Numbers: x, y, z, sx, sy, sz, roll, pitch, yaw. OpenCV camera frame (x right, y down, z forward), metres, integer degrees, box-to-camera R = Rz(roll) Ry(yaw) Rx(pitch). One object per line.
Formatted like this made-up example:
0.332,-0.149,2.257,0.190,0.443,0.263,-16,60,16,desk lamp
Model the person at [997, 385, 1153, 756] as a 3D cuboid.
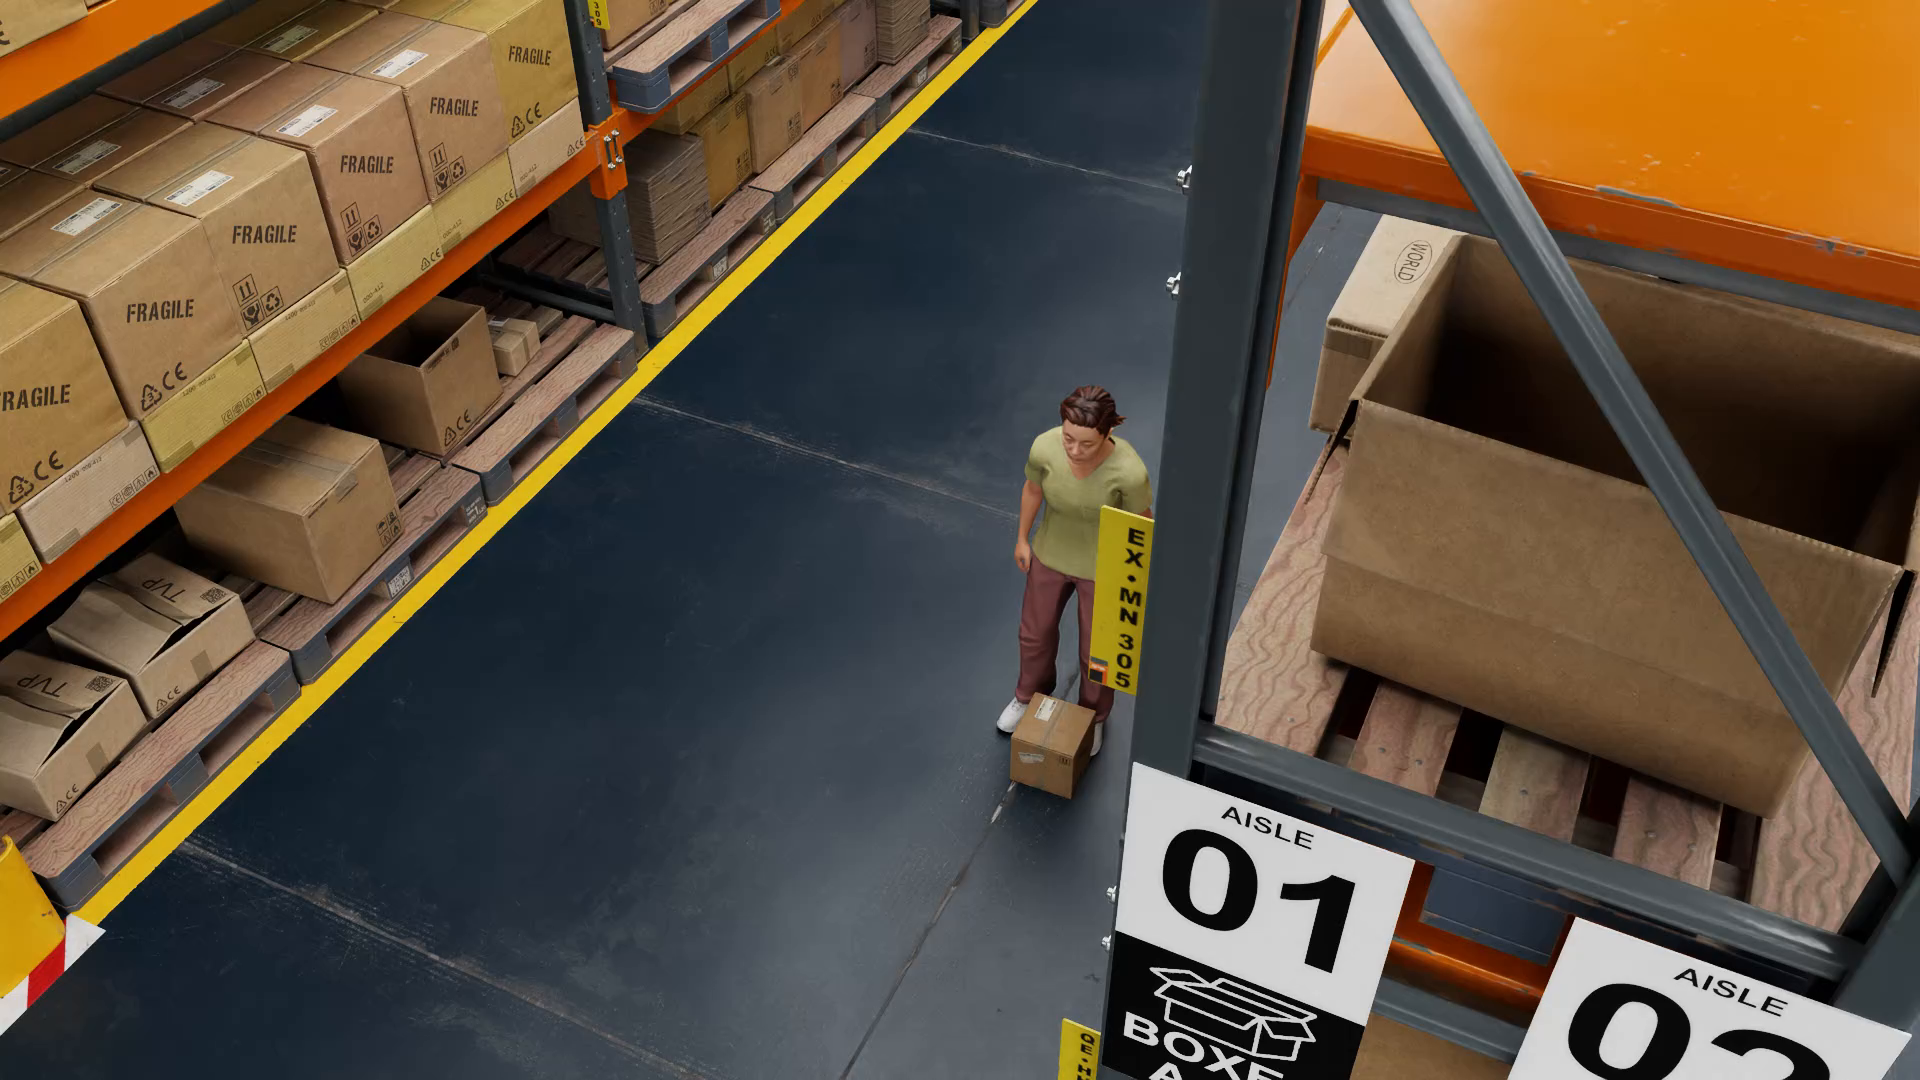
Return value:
0.428,0.097,6.057,0.496,1.668,0.362,17,45,17,person
